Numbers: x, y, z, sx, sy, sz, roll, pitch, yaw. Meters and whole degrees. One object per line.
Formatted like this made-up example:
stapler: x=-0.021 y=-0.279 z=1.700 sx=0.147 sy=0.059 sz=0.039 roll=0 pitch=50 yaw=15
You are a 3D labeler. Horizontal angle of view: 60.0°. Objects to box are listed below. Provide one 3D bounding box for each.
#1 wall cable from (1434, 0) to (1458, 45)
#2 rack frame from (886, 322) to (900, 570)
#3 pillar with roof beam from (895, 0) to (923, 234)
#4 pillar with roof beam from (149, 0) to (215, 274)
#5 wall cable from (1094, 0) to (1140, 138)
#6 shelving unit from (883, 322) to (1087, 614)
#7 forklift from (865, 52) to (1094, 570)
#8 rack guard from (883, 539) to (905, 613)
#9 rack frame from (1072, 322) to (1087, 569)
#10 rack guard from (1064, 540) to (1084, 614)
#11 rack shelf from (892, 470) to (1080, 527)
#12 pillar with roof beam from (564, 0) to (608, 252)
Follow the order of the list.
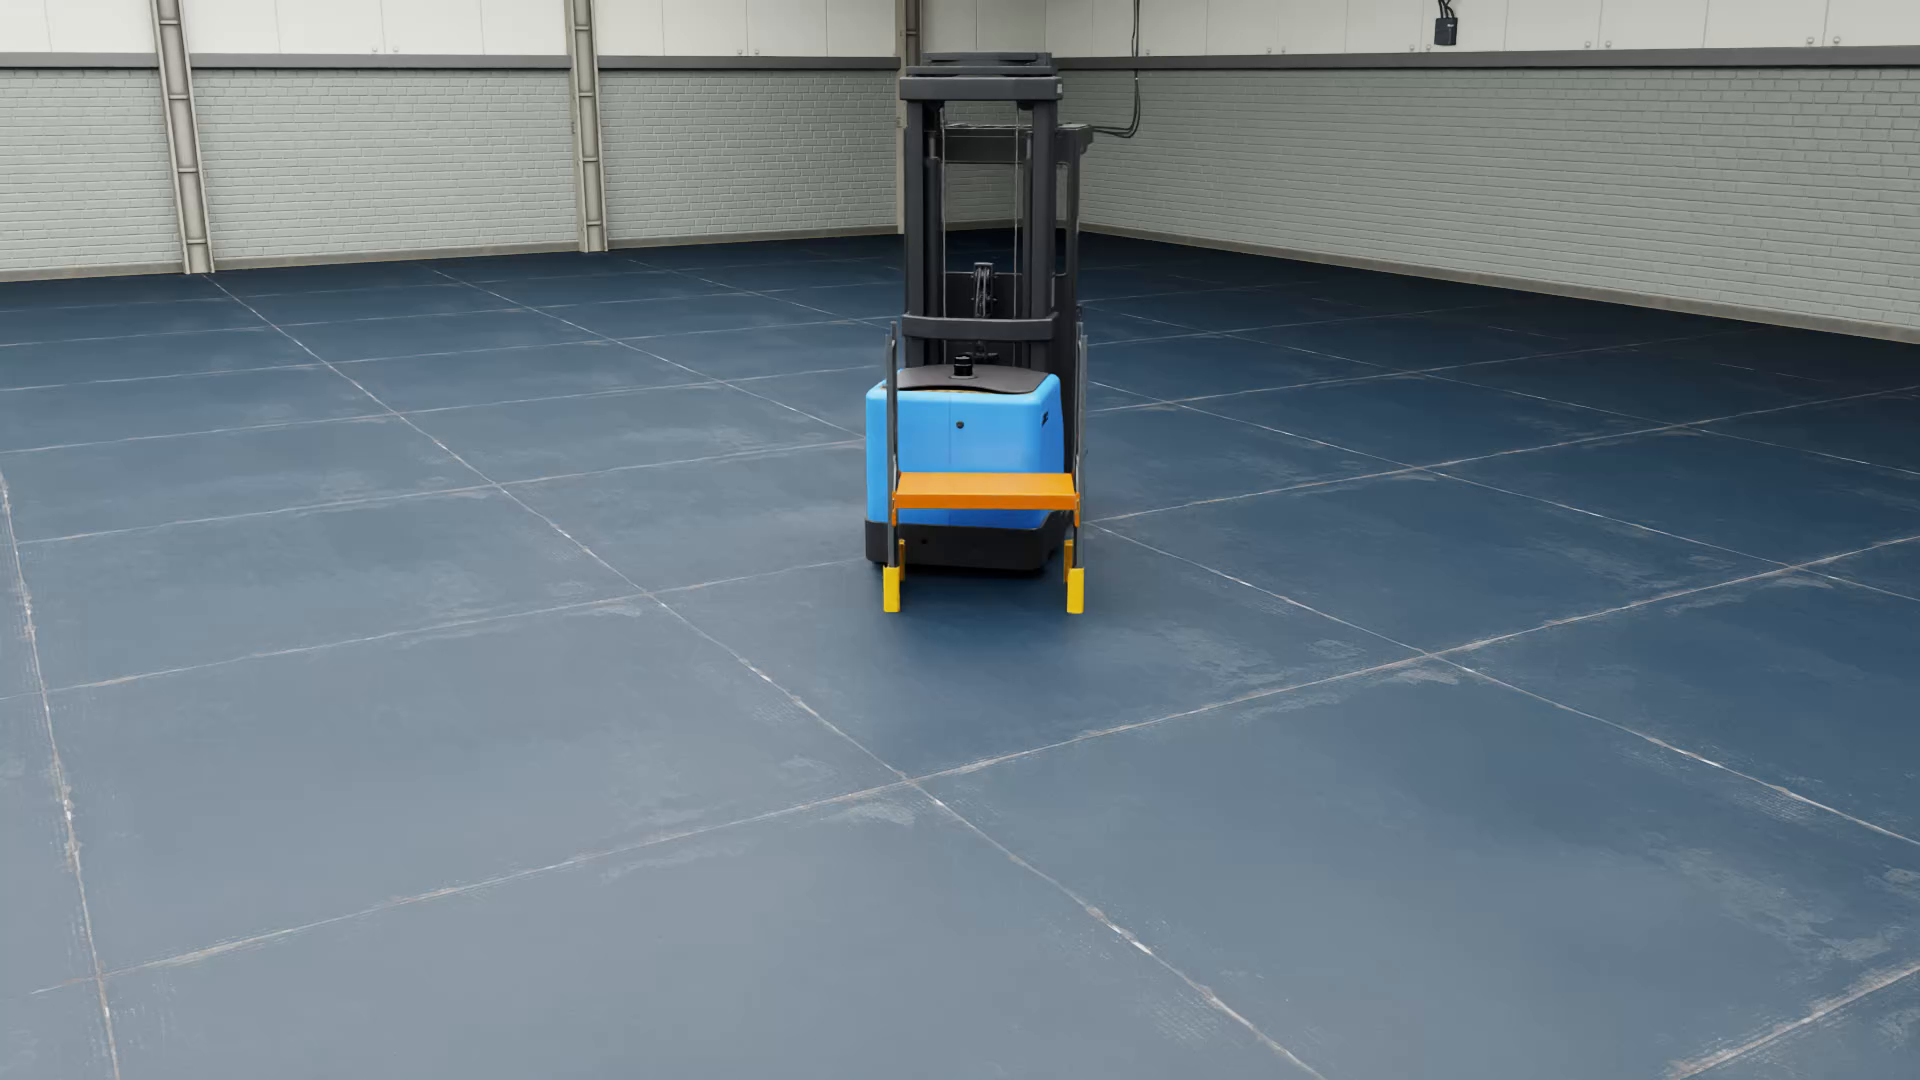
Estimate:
wall cable: x=7.178 y=-9.481 z=21.261 sx=0.169 sy=6.003 sz=2.305 roll=-9 pitch=18 yaw=-30
rack frame: x=-0.366 y=-0.409 z=9.089 sx=0.032 sy=1.500 sz=0.500 roll=0 pitch=16 yaw=1
pillar with roof beam: x=1.314 y=-8.943 z=25.641 sx=0.400 sy=9.000 sz=9.100 roll=-9 pitch=18 yaw=-30
pillar with roof beam: x=-8.973 y=-7.275 z=19.690 sx=0.400 sy=9.000 sz=9.100 roll=-9 pitch=18 yaw=-30
wall cable: x=2.303 y=-8.547 z=29.983 sx=0.112 sy=2.526 sz=3.097 roll=-9 pitch=18 yaw=-30
shelving unit: x=0.133 y=-0.406 z=9.078 sx=1.083 sy=1.500 sz=0.587 roll=0 pitch=16 yaw=1
forklift: x=0.242 y=-1.592 z=10.659 sx=1.130 sy=2.935 sz=3.031 roll=3 pitch=16 yaw=11
rack guard: x=-0.365 y=0.193 z=9.258 sx=0.087 sy=0.250 sz=0.587 roll=0 pitch=16 yaw=1
rack frame: x=0.650 y=-0.402 z=9.067 sx=0.032 sy=1.500 sz=0.500 roll=0 pitch=16 yaw=1
rack guard: x=0.631 y=0.199 z=9.236 sx=0.087 sy=0.250 sz=0.587 roll=0 pitch=16 yaw=1
rack shelf: x=0.142 y=-0.232 z=9.127 sx=1.000 sy=0.185 sz=0.538 roll=0 pitch=16 yaw=1
pillar with roof beam: x=-3.829 y=-8.109 z=22.665 sx=0.400 sy=9.000 sz=9.100 roll=-9 pitch=18 yaw=-30
